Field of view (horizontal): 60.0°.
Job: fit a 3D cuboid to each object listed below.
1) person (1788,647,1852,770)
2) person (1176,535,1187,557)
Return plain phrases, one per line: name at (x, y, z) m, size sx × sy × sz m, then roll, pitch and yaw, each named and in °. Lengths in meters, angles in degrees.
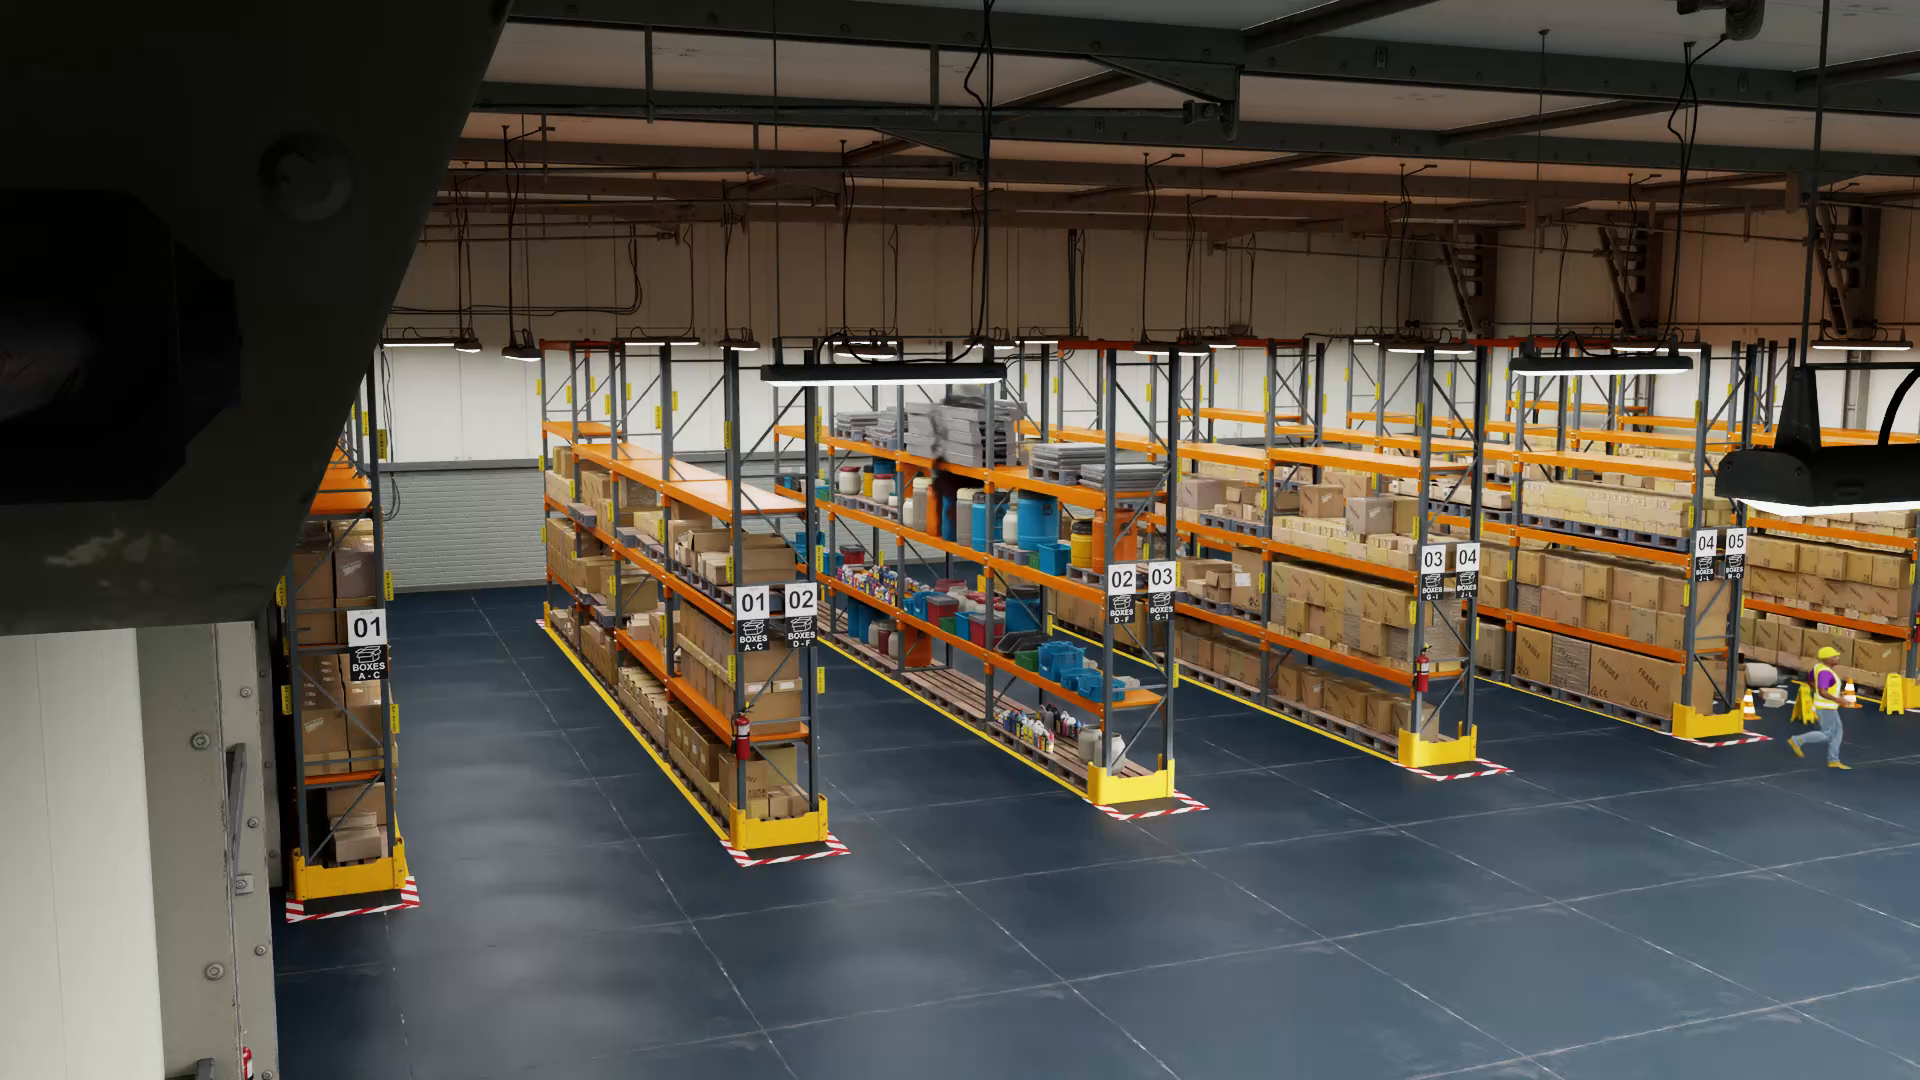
person at (12.333, 2.396, 23.785) m, size 0.840 × 1.763 × 0.702 m, roll 3°, pitch 8°, yaw 23°
person at (4.923, 0.674, 37.620) m, size 0.523 × 1.568 × 0.549 m, roll -2°, pitch 8°, yaw -18°
